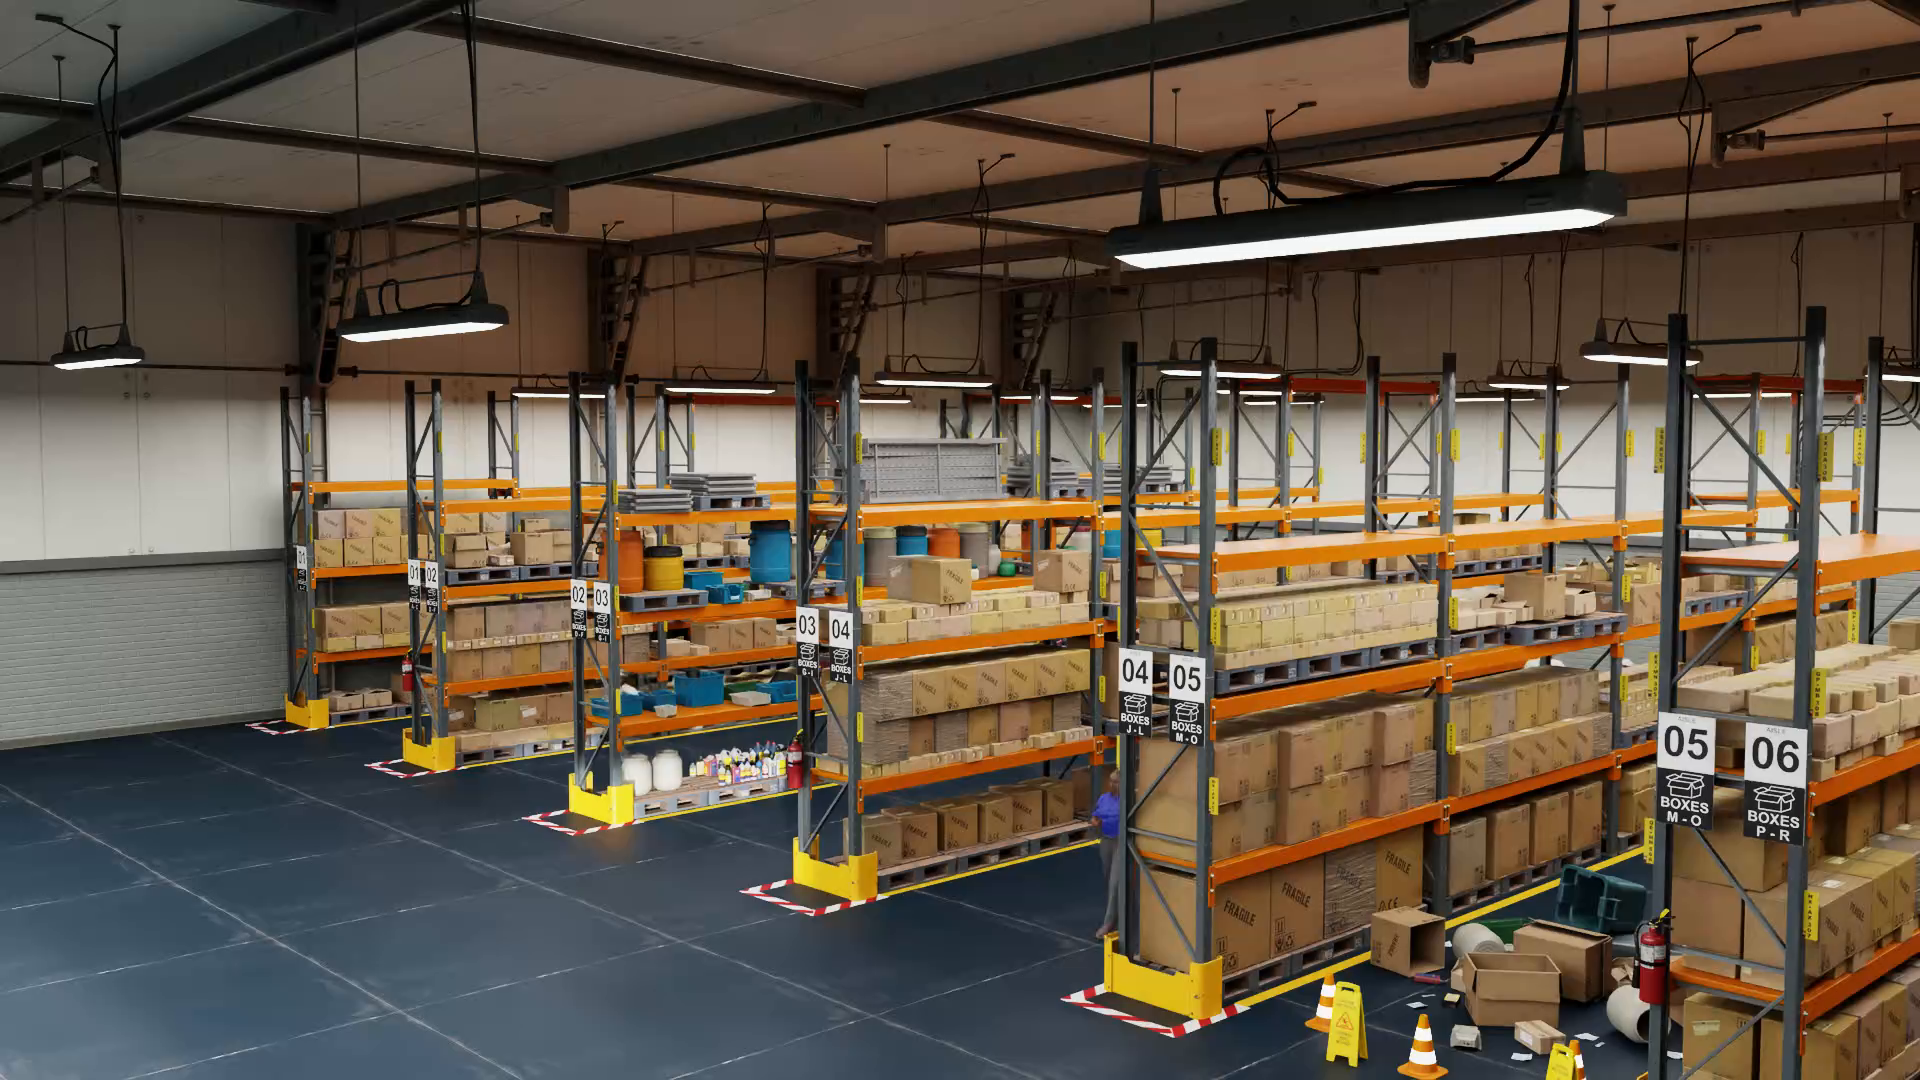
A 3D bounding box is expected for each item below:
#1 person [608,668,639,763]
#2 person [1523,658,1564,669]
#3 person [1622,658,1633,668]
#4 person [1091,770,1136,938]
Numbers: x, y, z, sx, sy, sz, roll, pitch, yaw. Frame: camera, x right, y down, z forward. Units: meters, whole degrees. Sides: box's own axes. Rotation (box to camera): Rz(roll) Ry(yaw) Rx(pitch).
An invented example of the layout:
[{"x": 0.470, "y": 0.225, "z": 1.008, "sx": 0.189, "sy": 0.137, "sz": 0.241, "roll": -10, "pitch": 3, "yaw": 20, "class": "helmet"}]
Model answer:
[{"x": -5.060, "y": 2.733, "z": 24.802, "sx": 0.549, "sy": 1.671, "sz": 0.649, "roll": 3, "pitch": 5, "yaw": 39, "class": "person"}, {"x": 9.377, "y": 2.583, "z": 26.817, "sx": 0.672, "sy": 1.817, "sz": 0.782, "roll": 3, "pitch": 5, "yaw": 39, "class": "person"}, {"x": 10.108, "y": 2.664, "z": 25.415, "sx": 0.599, "sy": 1.720, "sz": 0.675, "roll": -4, "pitch": 5, "yaw": -44, "class": "person"}, {"x": 1.636, "y": 3.210, "z": 17.290, "sx": 0.572, "sy": 1.652, "sz": 0.934, "roll": 3, "pitch": 5, "yaw": 37, "class": "person"}]
